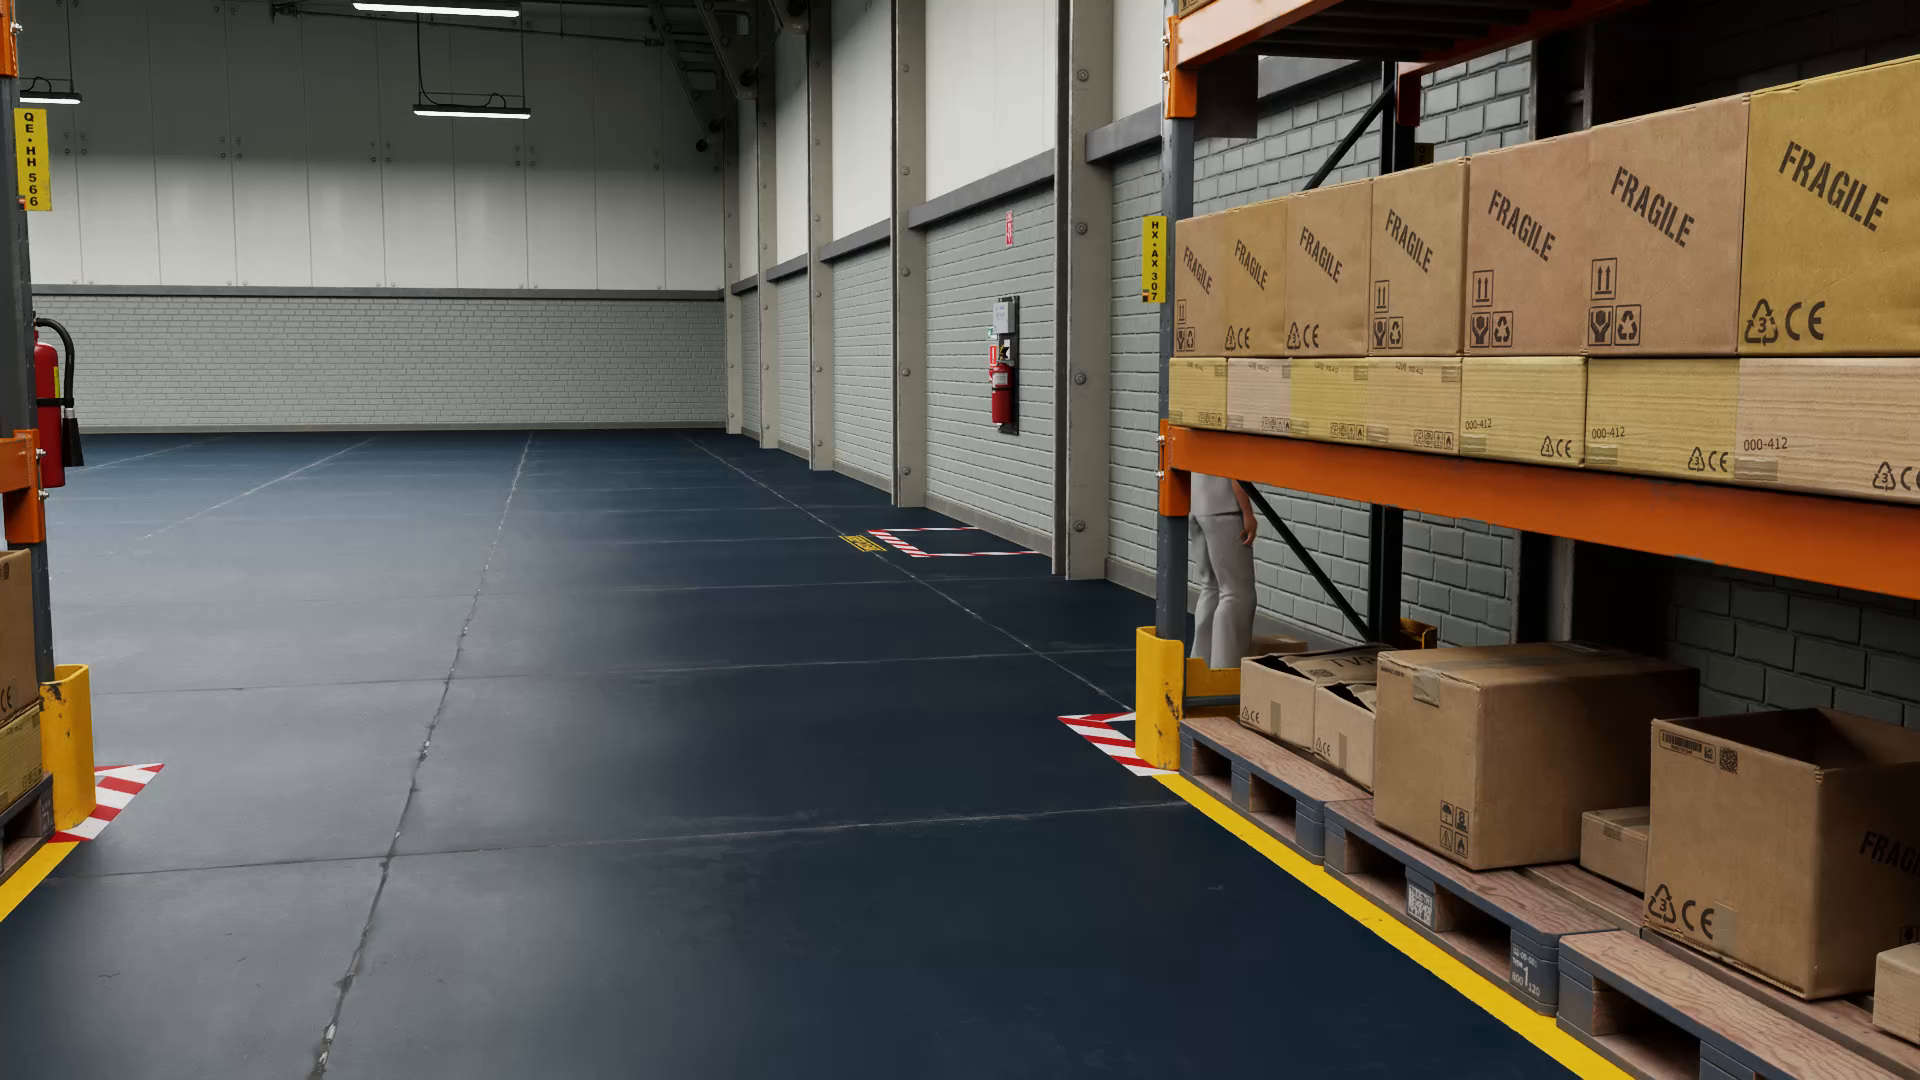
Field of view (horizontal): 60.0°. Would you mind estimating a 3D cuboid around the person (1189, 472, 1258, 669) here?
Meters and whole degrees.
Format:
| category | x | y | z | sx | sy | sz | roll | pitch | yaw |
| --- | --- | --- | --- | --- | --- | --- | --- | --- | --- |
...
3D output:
| category | x | y | z | sx | sy | sz | roll | pitch | yaw |
| --- | --- | --- | --- | --- | --- | --- | --- | --- | --- |
| person | 1.222 | -0.109 | 7.656 | 0.365 | 1.671 | 0.504 | -2 | 6 | -17 |
